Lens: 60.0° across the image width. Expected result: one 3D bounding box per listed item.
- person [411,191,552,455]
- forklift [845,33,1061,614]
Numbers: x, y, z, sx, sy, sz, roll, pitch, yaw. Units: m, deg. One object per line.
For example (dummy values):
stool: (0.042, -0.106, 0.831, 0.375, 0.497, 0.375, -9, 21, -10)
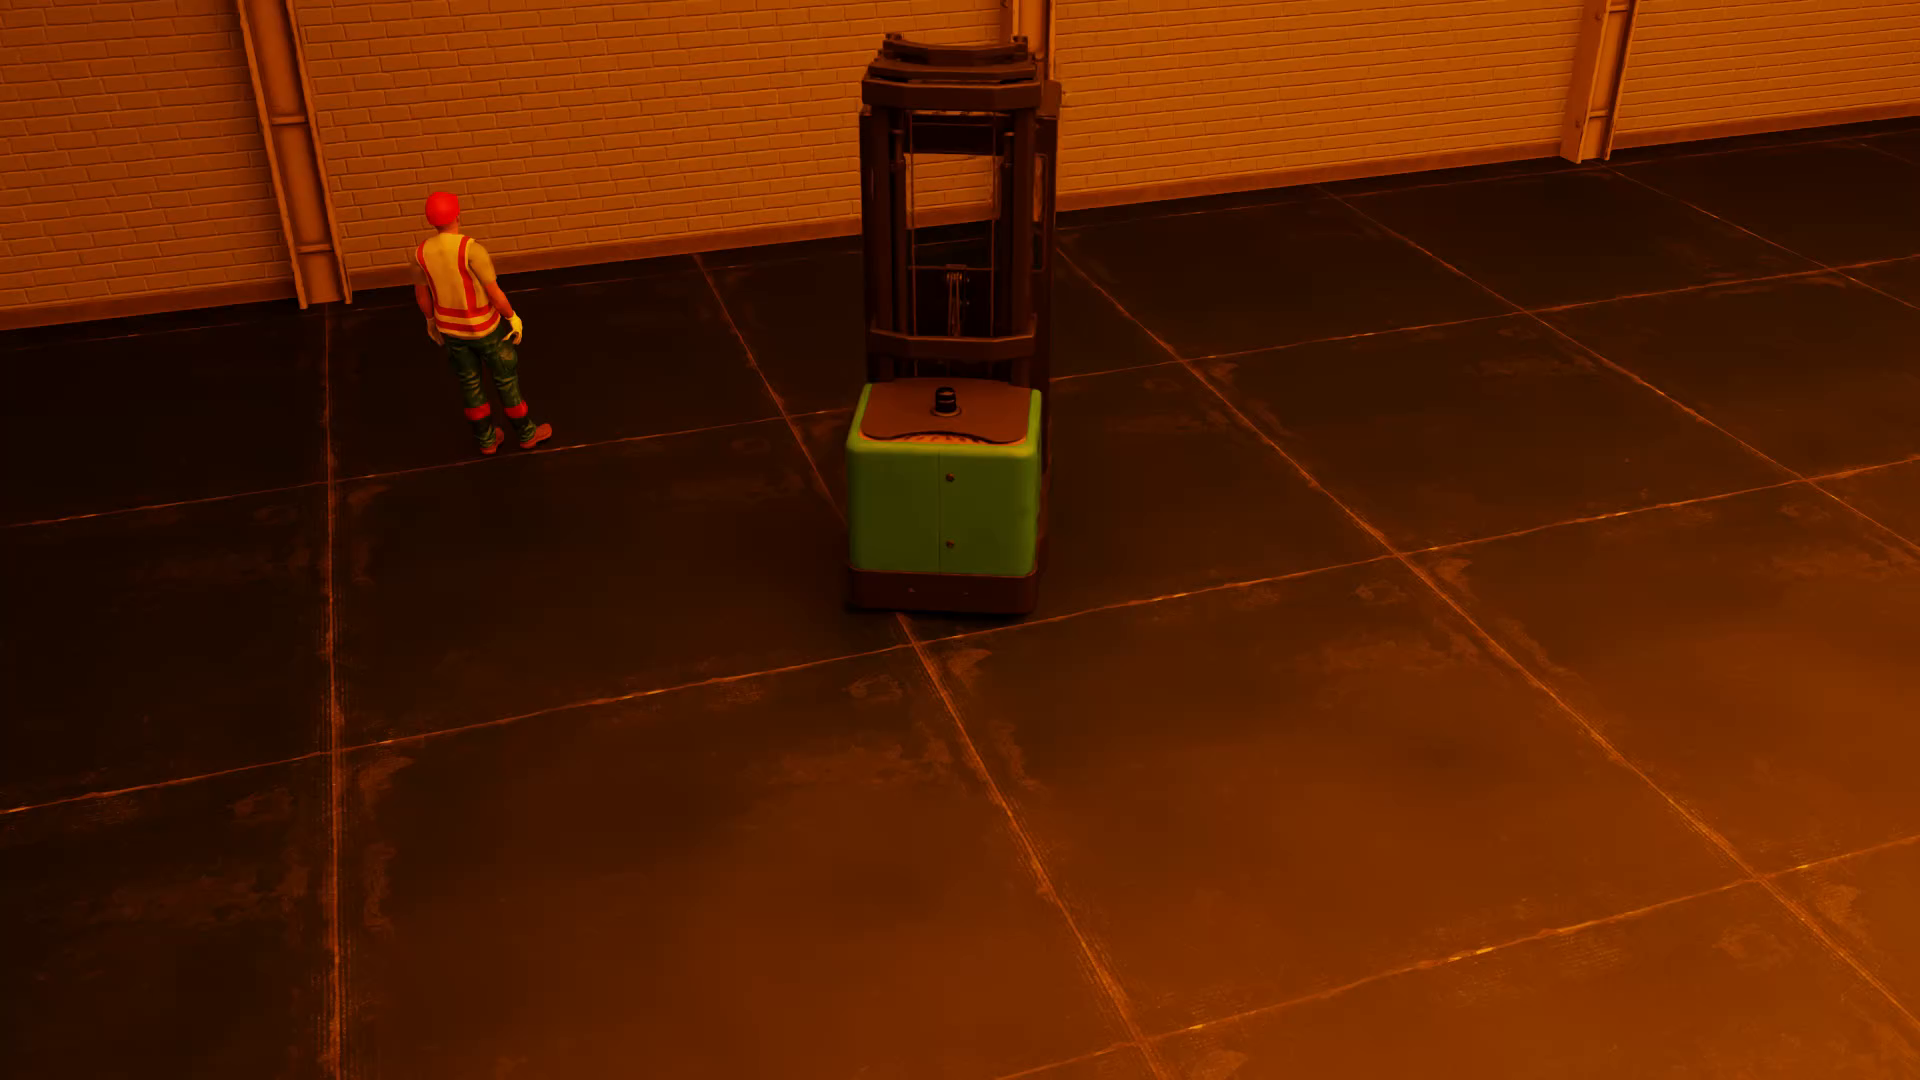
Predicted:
person: (-3.094, -1.401, 10.652, 0.638, 1.786, 0.566, 5, 30, 9)
forklift: (0.010, -1.567, 9.810, 1.130, 2.935, 3.031, 2, 30, 4)
